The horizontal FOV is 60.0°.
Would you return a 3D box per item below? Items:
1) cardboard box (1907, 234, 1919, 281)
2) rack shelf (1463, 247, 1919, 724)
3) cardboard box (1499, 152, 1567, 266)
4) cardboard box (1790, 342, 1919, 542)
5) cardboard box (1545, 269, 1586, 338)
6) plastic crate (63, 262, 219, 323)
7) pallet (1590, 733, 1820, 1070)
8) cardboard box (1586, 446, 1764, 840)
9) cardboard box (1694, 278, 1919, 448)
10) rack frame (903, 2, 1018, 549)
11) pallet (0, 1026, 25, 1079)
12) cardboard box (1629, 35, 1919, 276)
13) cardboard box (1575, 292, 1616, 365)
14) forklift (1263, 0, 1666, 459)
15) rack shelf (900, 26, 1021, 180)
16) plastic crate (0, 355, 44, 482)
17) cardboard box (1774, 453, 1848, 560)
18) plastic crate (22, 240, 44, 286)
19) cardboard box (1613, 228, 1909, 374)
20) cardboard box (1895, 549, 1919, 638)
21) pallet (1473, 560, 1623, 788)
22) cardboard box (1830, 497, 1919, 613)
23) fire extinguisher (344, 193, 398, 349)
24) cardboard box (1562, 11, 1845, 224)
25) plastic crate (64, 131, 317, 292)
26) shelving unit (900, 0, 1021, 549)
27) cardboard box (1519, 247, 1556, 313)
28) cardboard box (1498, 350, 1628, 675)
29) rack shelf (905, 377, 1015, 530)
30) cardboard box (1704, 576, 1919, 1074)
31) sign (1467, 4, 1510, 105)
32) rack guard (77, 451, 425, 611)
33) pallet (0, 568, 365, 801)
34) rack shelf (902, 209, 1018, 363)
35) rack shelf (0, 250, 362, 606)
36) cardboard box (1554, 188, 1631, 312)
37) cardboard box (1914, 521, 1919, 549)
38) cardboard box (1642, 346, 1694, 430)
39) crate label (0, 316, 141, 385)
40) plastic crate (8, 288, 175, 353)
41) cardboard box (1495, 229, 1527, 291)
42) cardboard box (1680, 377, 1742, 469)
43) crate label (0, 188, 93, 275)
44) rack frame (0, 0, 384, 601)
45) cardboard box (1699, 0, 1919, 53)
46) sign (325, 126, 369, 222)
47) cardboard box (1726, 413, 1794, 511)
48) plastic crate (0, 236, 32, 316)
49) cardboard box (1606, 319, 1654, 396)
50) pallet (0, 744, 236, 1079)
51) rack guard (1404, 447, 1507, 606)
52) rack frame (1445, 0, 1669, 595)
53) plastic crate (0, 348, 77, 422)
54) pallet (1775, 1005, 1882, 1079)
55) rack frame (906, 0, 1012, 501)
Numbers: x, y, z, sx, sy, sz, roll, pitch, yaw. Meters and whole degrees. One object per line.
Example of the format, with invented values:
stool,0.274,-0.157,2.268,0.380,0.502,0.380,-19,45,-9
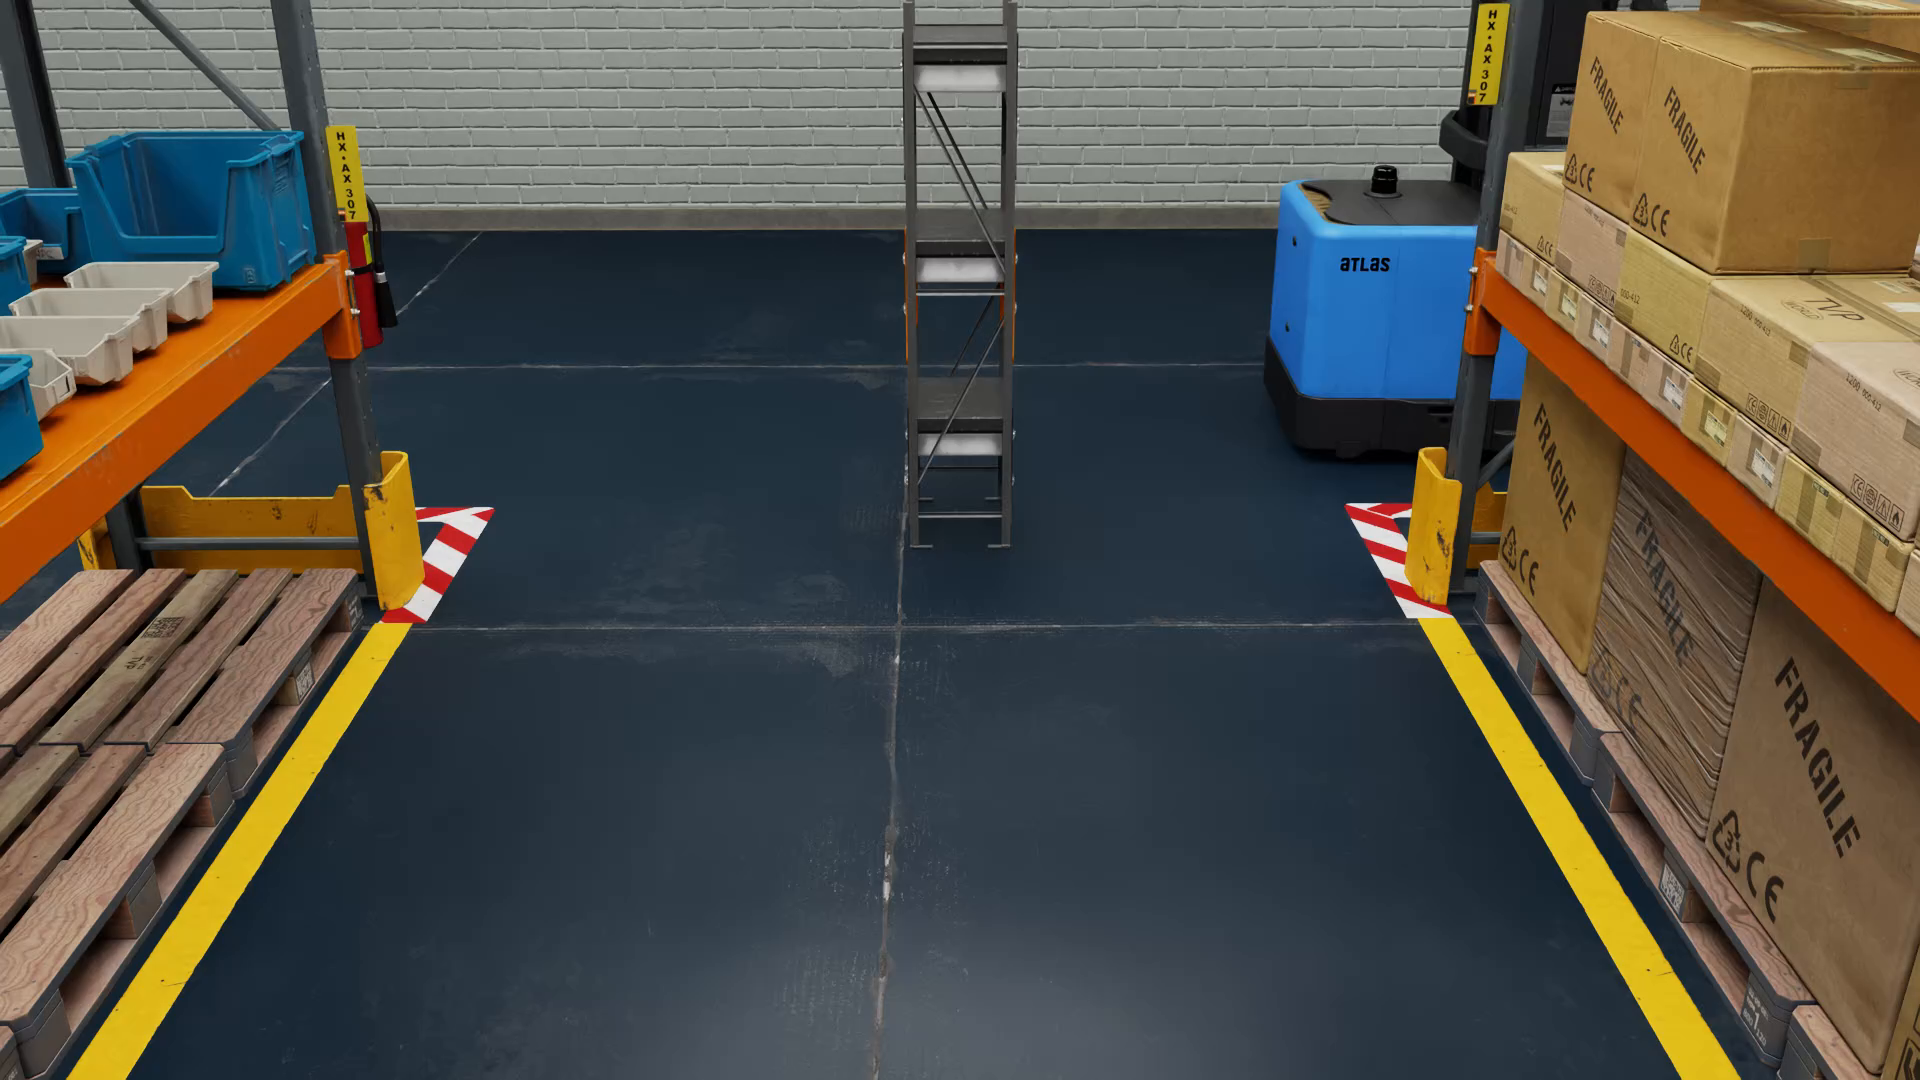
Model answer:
cardboard box,2.595,-0.636,4.337,0.500,0.250,0.500,-1,24,-2
rack shelf,2.336,-0.034,4.058,1.077,0.370,4.000,0,24,-1
cardboard box,2.049,-1.054,5.262,0.500,0.250,0.500,-1,24,-2
cardboard box,2.076,-0.209,3.393,0.500,0.250,0.500,0,24,1
cardboard box,1.995,-0.712,4.990,0.380,0.149,0.250,-1,24,-2
plastic crate,-2.449,-0.736,4.984,0.396,0.136,0.243,0,24,-1
pallet,2.411,0.915,4.470,1.003,0.211,1.213,0,24,-1
cardboard box,2.411,0.229,4.672,0.875,0.875,0.875,0,24,-1
cardboard box,2.074,-0.418,3.855,0.500,0.250,0.500,-1,24,-2
rack frame,0.001,-0.924,6.246,0.400,2.100,0.015,0,24,-1
pallet,-2.642,1.452,3.283,1.003,0.211,1.213,0,24,-1
cardboard box,2.066,-0.976,4.180,0.500,0.500,0.500,-1,24,-2
cardboard box,1.999,-0.605,4.752,0.380,0.149,0.250,-1,24,-1
forklift,3.030,-1.884,7.359,3.031,2.935,1.130,0,24,1
rack shelf,-0.002,-1.650,6.185,0.431,0.518,0.480,0,24,-1
plastic crate,-2.360,-0.270,3.836,0.416,0.233,0.300,0,24,-1
cardboard box,2.012,-0.077,3.585,0.380,0.149,0.250,-1,24,-1
plastic crate,-3.045,-0.835,5.204,0.250,0.136,0.298,0,24,-1
cardboard box,2.063,-0.633,4.330,0.500,0.250,0.500,-1,24,-2
cardboard box,2.018,0.135,3.117,0.380,0.149,0.250,0,24,0
pallet,2.401,0.414,5.579,1.003,0.211,1.213,0,24,-1
cardboard box,2.015,0.029,3.352,0.380,0.149,0.250,0,24,0
fire extinguisher,-2.186,-1.023,5.918,0.296,0.674,0.183,0,24,-1
cardboard box,2.055,-1.190,4.652,0.500,0.500,0.500,-1,24,-2
plastic crate,-2.448,-1.070,5.360,0.616,0.435,0.499,0,24,-1
shelving unit,-0.002,-1.025,6.468,0.431,2.100,0.503,0,24,-1
cardboard box,1.992,-0.818,5.223,0.380,0.149,0.250,-1,24,-1
cardboard box,2.401,-0.146,5.501,0.875,0.875,0.875,0,24,-1
rack shelf,-0.002,-0.375,6.762,0.431,0.518,0.480,0,24,-1
cardboard box,2.420,0.596,3.861,0.875,0.875,0.875,0,24,-1
sign,1.759,-1.616,5.537,0.100,0.325,0.005,0,24,-1
rack guard,-2.652,-0.035,6.220,1.175,0.500,0.348,0,24,-1
pallet,-2.669,0.447,5.506,1.003,0.211,1.213,0,24,-1
rack shelf,-0.002,-1.012,6.474,0.431,0.518,0.480,0,24,-1
rack shelf,-2.617,-0.012,4.009,1.077,0.370,4.000,0,24,-1
cardboard box,2.061,-0.840,4.788,0.500,0.250,0.500,-1,24,-1
cardboard box,2.082,0.001,2.928,0.500,0.250,0.500,0,24,1
cardboard box,2.004,-0.394,4.286,0.380,0.149,0.250,-1,24,-1
crate label,-2.433,-0.501,4.466,0.396,0.136,0.243,0,24,-1
plastic crate,-2.460,-0.616,4.719,0.396,0.136,0.243,0,24,-1
cardboard box,1.988,-0.924,5.457,0.380,0.149,0.250,0,24,0
cardboard box,2.006,-0.290,4.056,0.380,0.149,0.250,-1,24,-2
crate label,-2.965,-1.011,5.477,0.416,0.233,0.303,0,24,-1
rack frame,-2.639,-1.164,5.683,1.000,3.000,0.127,0,24,-1
cardboard box,2.582,-1.395,5.106,0.500,0.500,0.500,0,24,0
sign,-2.089,-1.247,5.669,0.100,0.325,0.005,0,24,-1
cardboard box,2.011,-0.182,3.817,0.380,0.149,0.250,0,24,0
plastic crate,-2.958,-0.740,4.877,0.416,0.233,0.300,0,24,-1
cardboard box,2.001,-0.500,4.521,0.380,0.149,0.250,-1,24,-2
pallet,-2.658,0.948,4.397,1.003,0.211,1.213,0,24,-1
rack guard,2.314,-0.057,6.269,1.175,0.500,0.348,0,24,-1
rack frame,2.314,-1.186,5.732,1.000,3.000,0.127,0,24,-1
plastic crate,-2.411,-0.380,4.196,0.298,0.136,0.250,0,24,-1
pallet,2.427,1.419,3.356,1.003,0.211,1.213,0,24,-1
rack frame,-0.004,-1.125,6.690,0.400,2.100,0.015,0,24,-1
